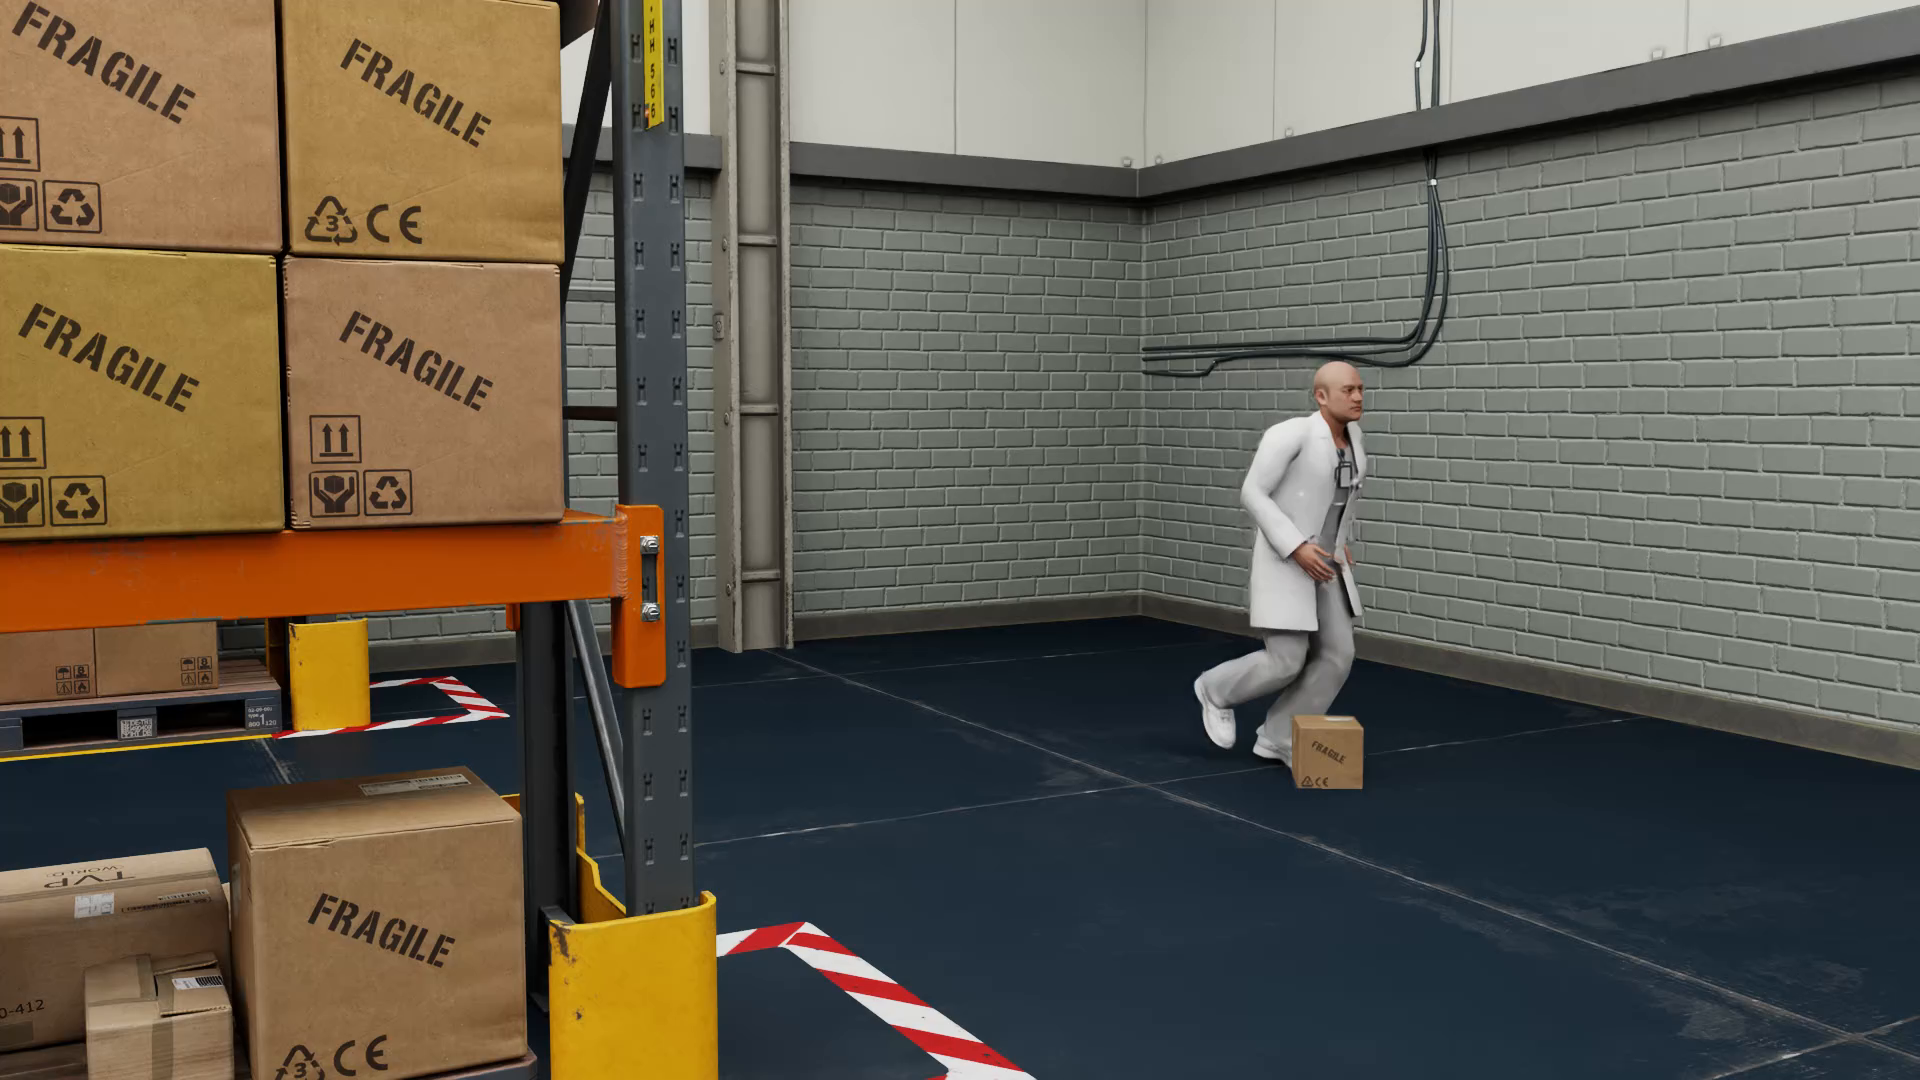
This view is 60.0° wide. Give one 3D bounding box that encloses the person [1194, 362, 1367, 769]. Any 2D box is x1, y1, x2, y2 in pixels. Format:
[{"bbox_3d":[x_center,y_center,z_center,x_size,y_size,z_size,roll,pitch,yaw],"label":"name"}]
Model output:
[{"bbox_3d":[1.361,0.109,6.973,0.714,1.695,0.826,-3,6,-34],"label":"person"}]
